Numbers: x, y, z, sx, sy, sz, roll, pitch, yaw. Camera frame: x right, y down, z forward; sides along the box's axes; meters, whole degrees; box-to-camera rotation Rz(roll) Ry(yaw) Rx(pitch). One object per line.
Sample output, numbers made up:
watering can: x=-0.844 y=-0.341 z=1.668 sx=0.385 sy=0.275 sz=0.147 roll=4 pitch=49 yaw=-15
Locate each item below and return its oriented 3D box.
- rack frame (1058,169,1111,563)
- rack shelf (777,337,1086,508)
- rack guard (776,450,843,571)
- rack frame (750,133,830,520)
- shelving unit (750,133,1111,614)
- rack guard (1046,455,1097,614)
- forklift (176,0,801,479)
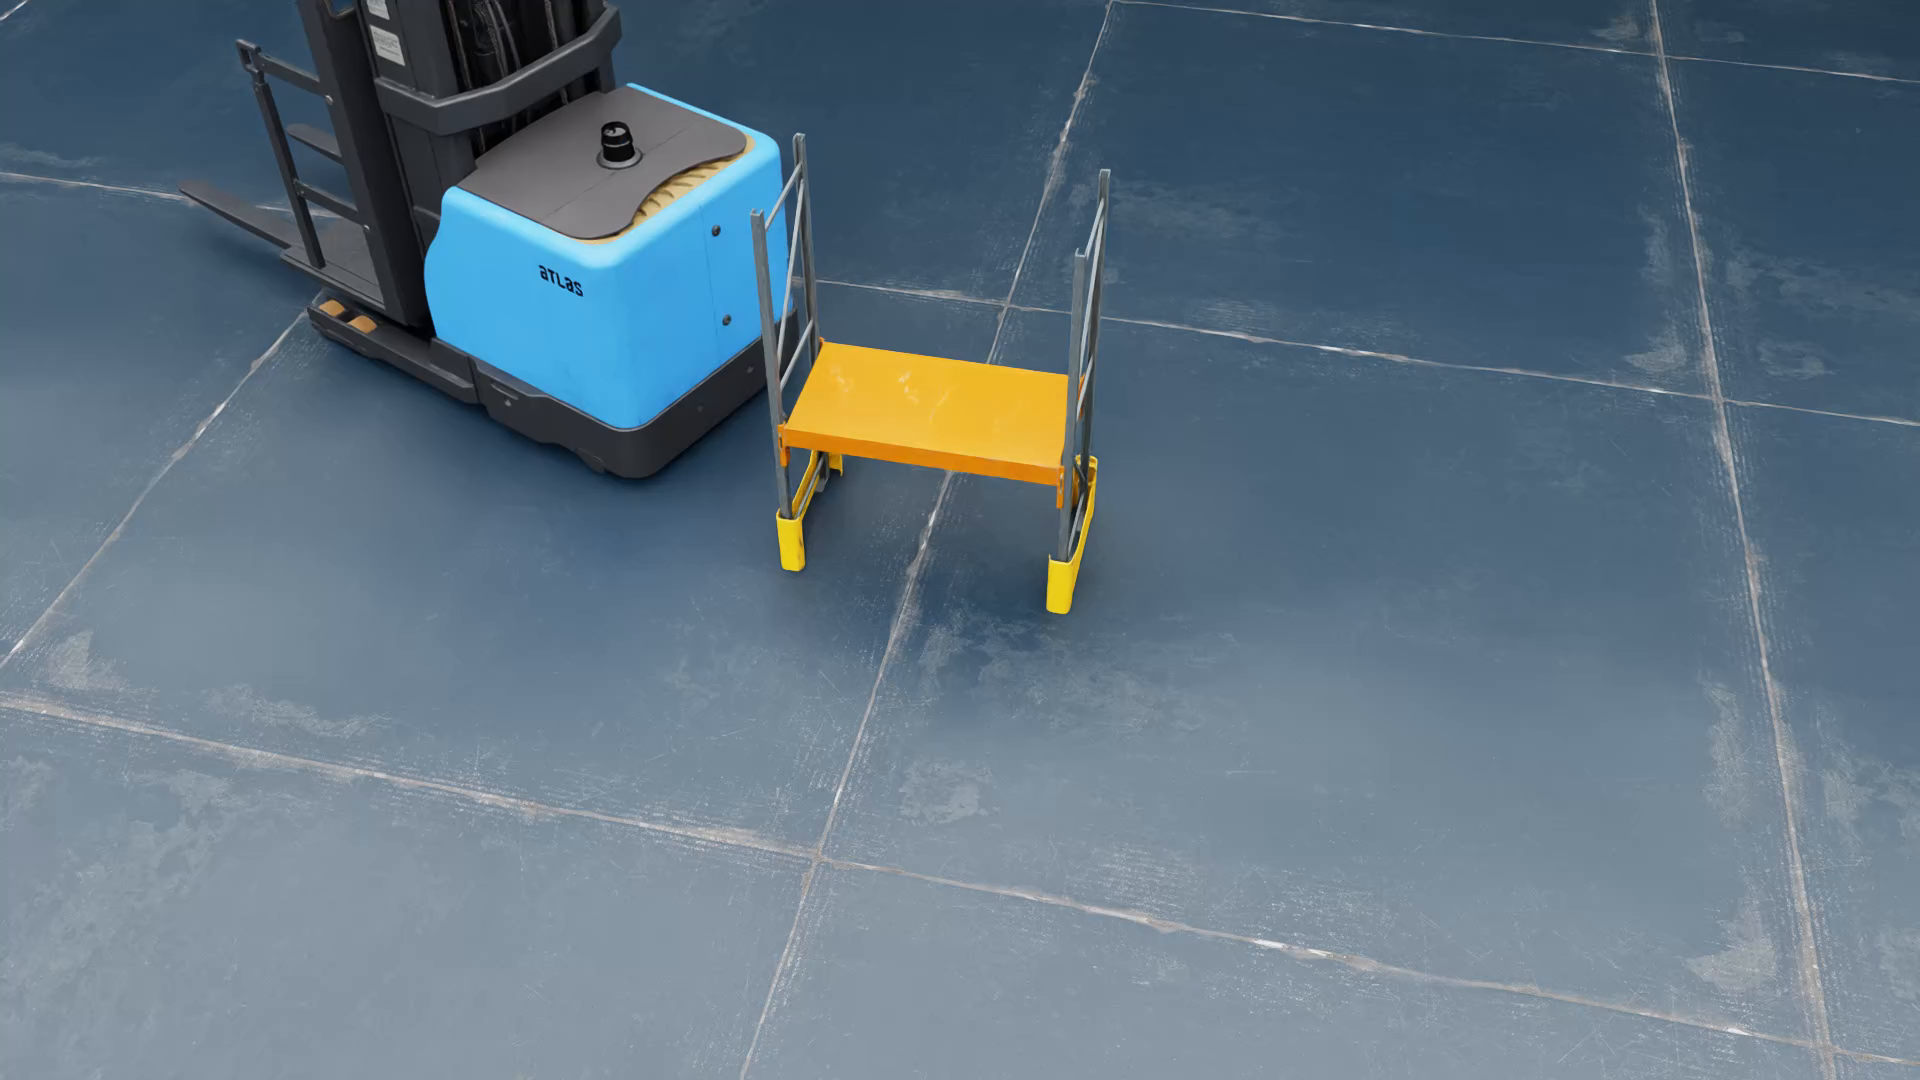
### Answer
rack frame: x=0.413 y=-0.476 z=5.663 sx=0.032 sy=1.500 sz=0.500 roll=9 pitch=45 yaw=9
rack shelf: x=-0.083 y=-0.424 z=5.868 sx=1.000 sy=0.185 sz=0.538 roll=9 pitch=45 yaw=9
rack guard: x=-0.560 y=-0.177 z=6.254 sx=0.087 sy=0.250 sz=0.587 roll=9 pitch=45 yaw=9
rack frame: x=-0.579 y=-0.630 z=5.823 sx=0.032 sy=1.500 sz=0.500 roll=9 pitch=45 yaw=9
shelving unit: x=-0.074 y=-0.552 z=5.742 sx=1.083 sy=1.500 sz=0.587 roll=9 pitch=45 yaw=9
rack guard: x=0.412 y=-0.026 z=6.097 sx=0.087 sy=0.250 sz=0.587 roll=9 pitch=45 yaw=9
forklift: x=-2.165 y=-2.112 z=6.331 sx=3.031 sy=2.935 sz=1.130 roll=26 pitch=50 yaw=24
